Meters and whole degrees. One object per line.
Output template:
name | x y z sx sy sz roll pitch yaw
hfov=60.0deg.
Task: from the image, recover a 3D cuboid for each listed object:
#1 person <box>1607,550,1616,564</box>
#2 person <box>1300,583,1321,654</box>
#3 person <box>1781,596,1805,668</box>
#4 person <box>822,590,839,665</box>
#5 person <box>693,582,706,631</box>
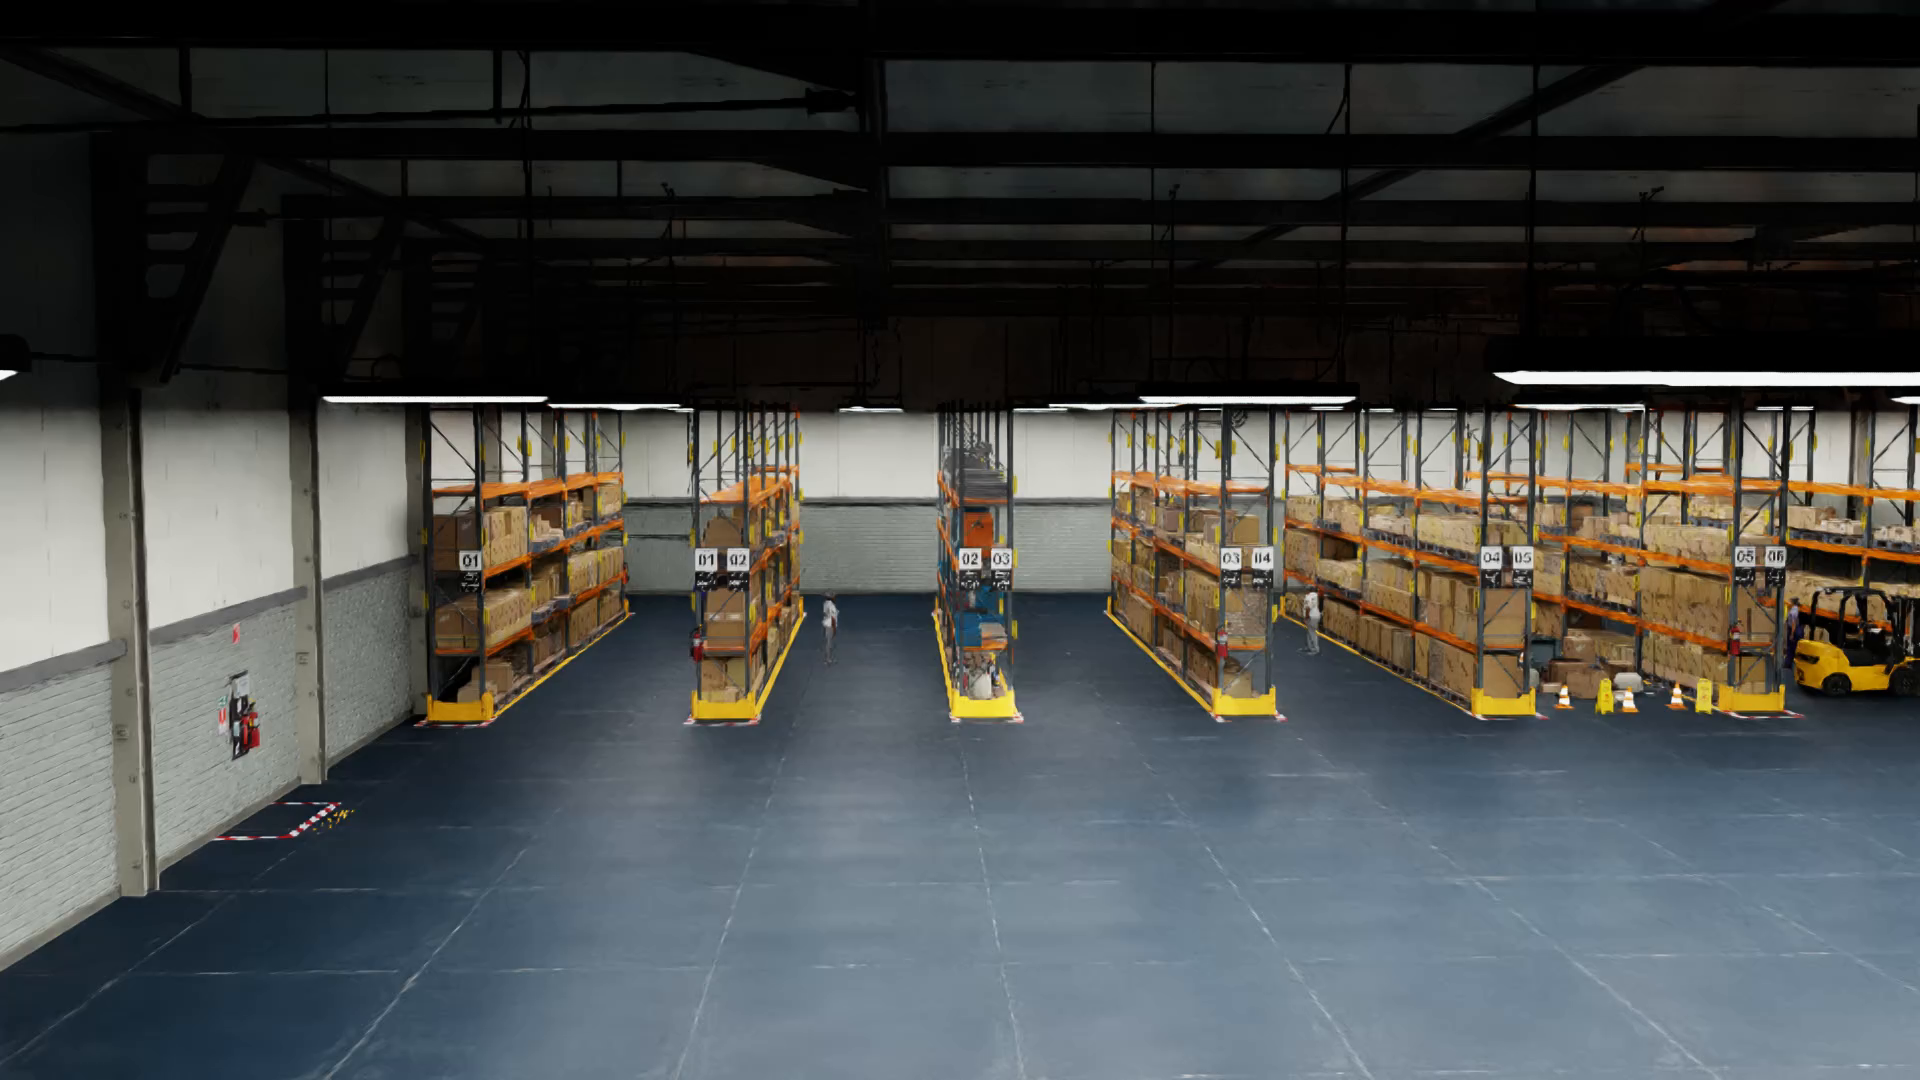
person | 19.524 1.086 49.987 0.392 1.670 0.583 -3 5 -36
person | 8.357 1.866 39.739 0.546 1.659 0.599 3 5 30
person | 18.605 2.087 37.154 0.565 1.607 0.611 2 5 23
person | -2.929 1.990 37.944 0.443 1.677 0.545 -2 5 -23
person | -6.813 1.586 43.912 0.445 1.574 1.088 0 4 0
